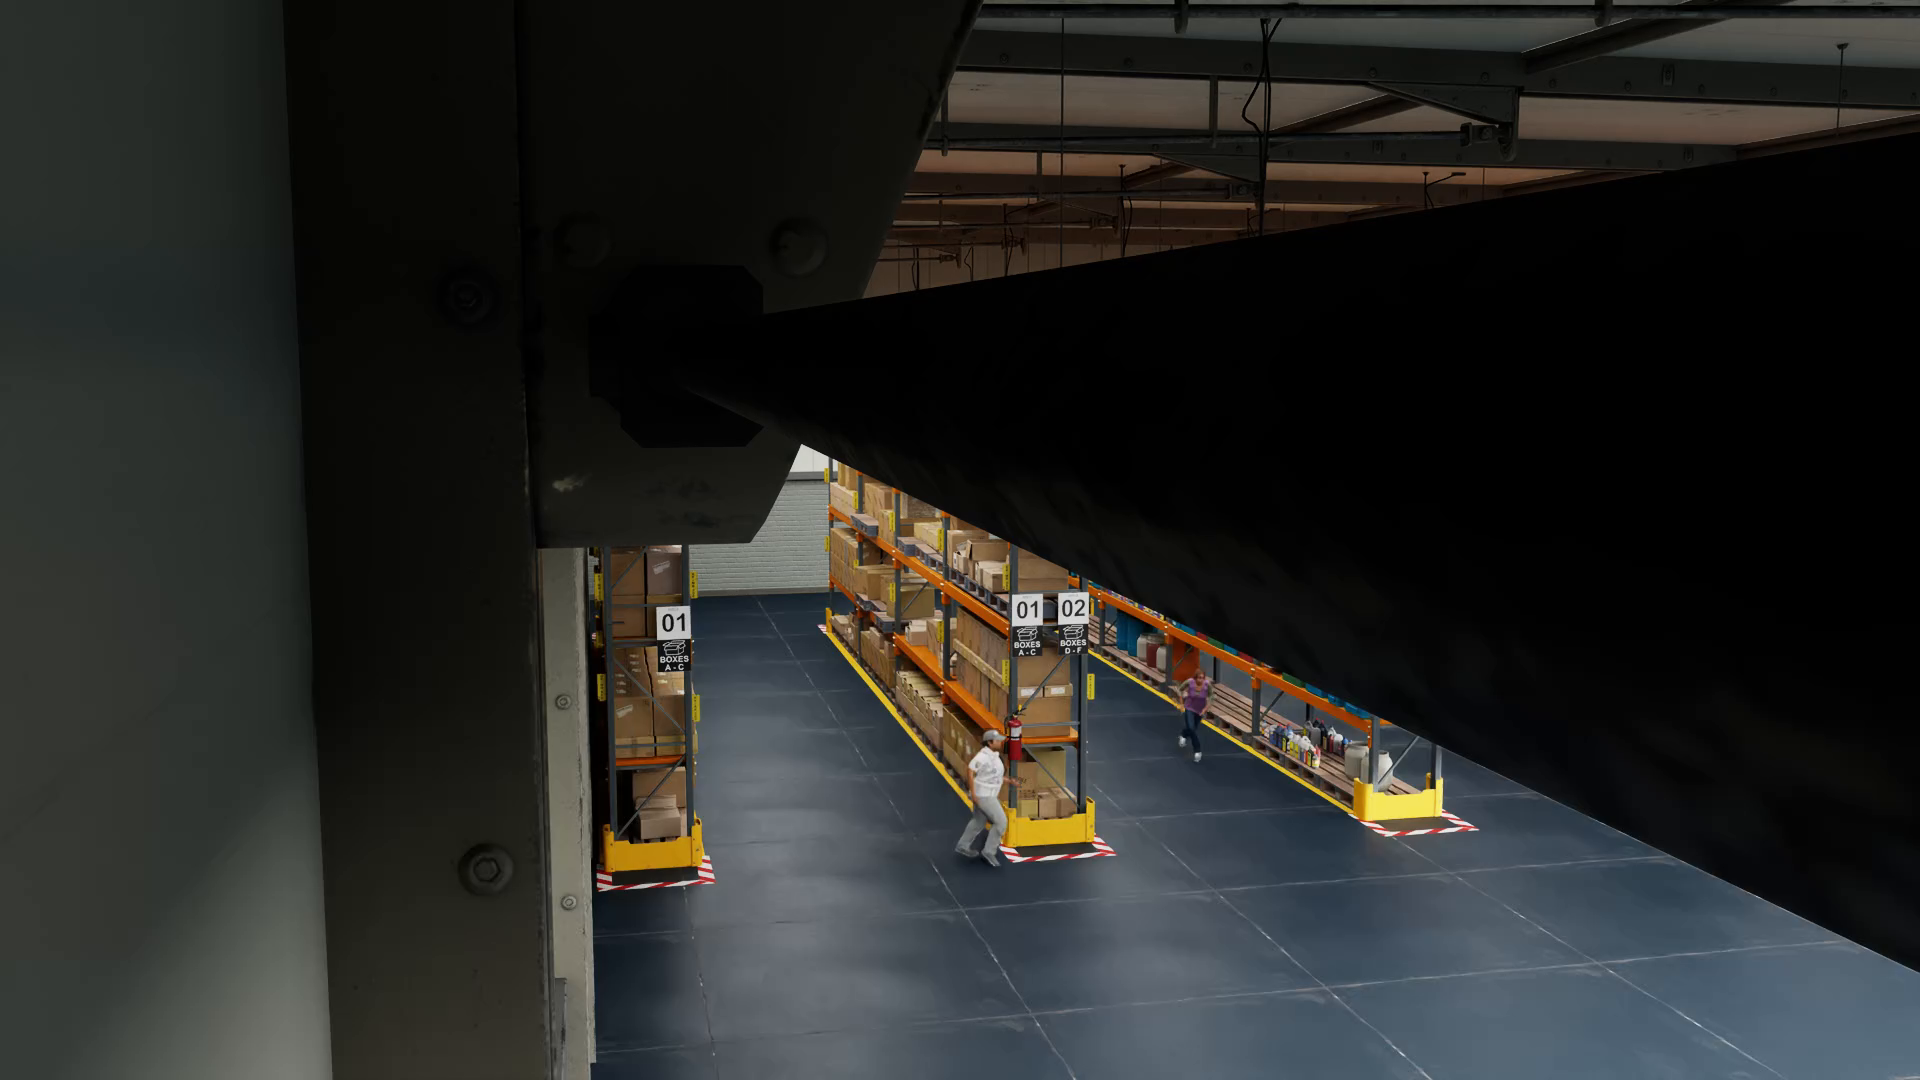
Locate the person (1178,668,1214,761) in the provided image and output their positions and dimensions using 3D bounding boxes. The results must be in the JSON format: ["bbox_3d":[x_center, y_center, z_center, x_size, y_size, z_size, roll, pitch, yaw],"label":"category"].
[{"bbox_3d":[3.592,2.612,25.510,0.527,1.453,0.980,0,7,-4],"label":"person"}]

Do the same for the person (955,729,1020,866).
[{"bbox_3d":[0.326,3.138,20.236,0.798,1.700,0.509,1,7,11],"label":"person"}]
